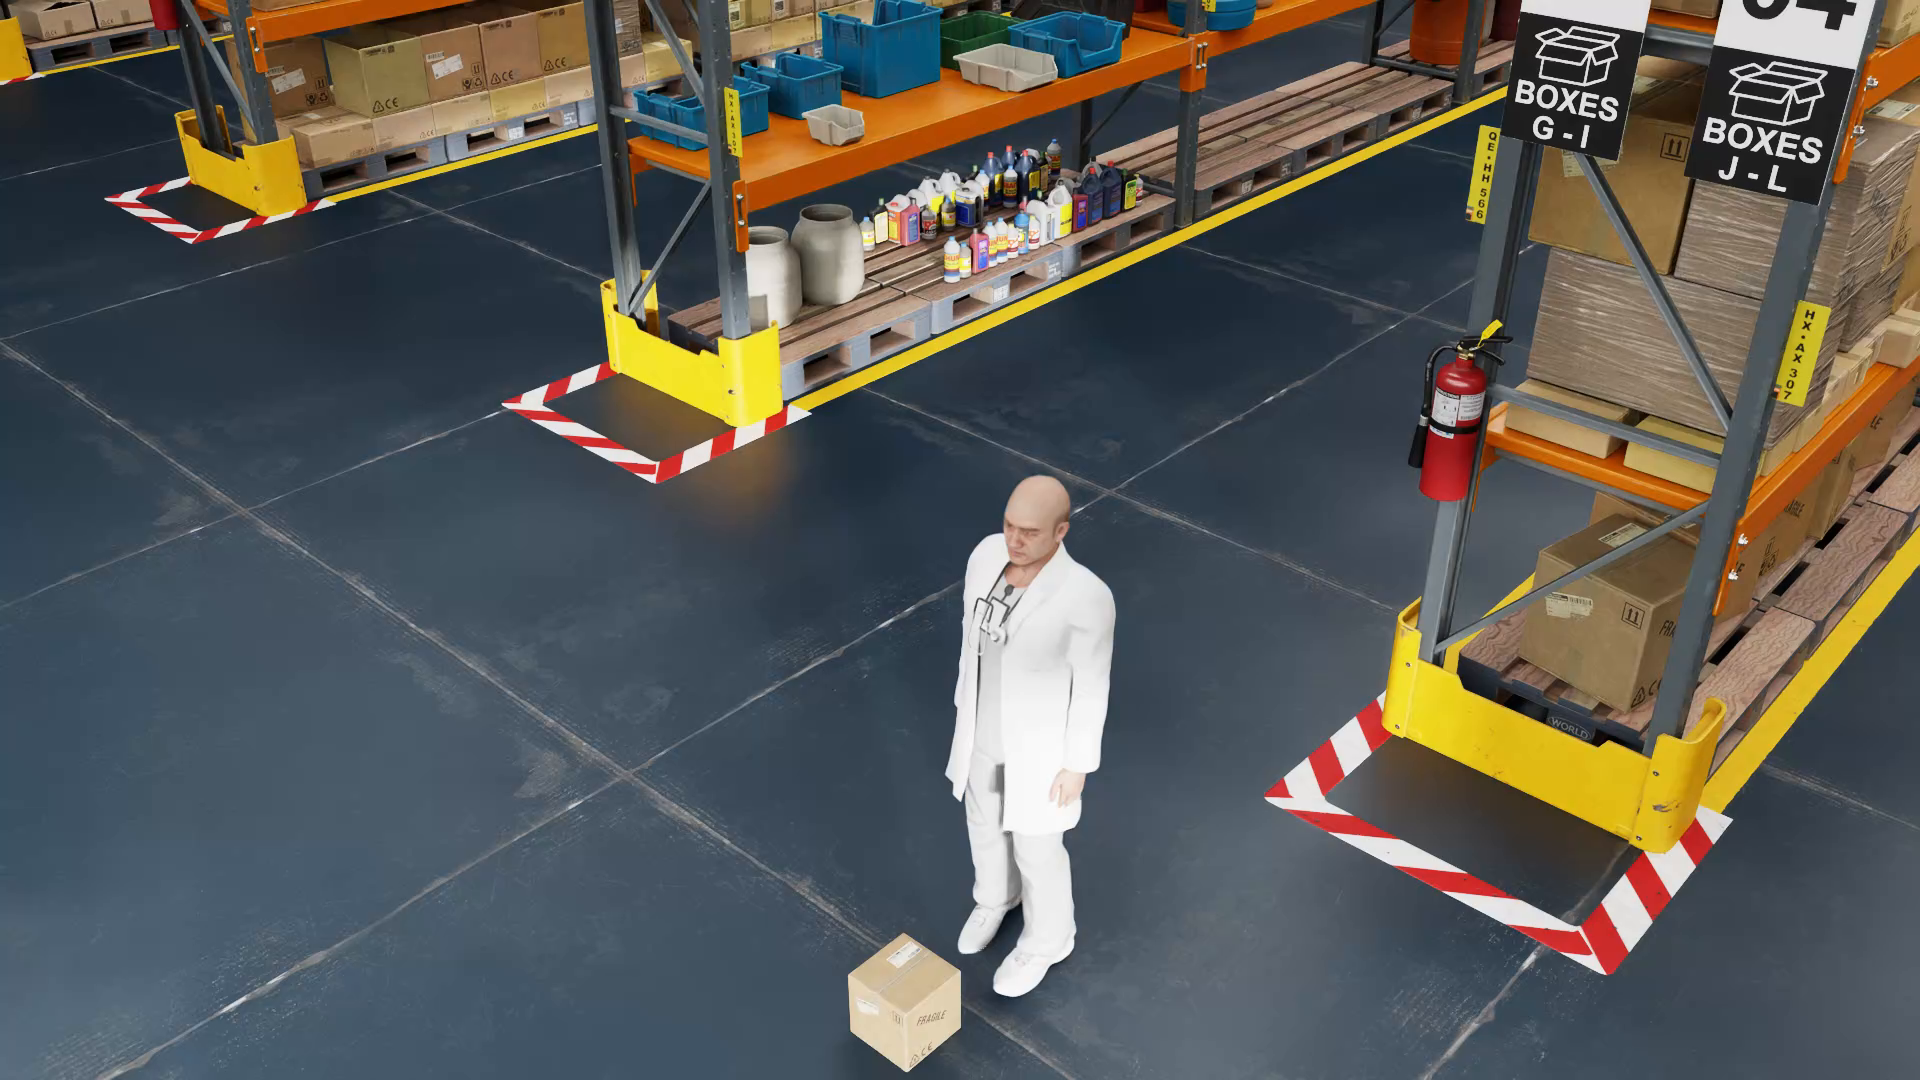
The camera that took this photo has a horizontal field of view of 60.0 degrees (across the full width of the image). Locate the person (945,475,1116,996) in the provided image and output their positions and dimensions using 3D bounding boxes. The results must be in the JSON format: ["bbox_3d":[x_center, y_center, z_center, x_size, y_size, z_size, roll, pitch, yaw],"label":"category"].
[{"bbox_3d":[0.192,0.623,5.140,0.566,1.810,0.442,26,40,37],"label":"person"}]
